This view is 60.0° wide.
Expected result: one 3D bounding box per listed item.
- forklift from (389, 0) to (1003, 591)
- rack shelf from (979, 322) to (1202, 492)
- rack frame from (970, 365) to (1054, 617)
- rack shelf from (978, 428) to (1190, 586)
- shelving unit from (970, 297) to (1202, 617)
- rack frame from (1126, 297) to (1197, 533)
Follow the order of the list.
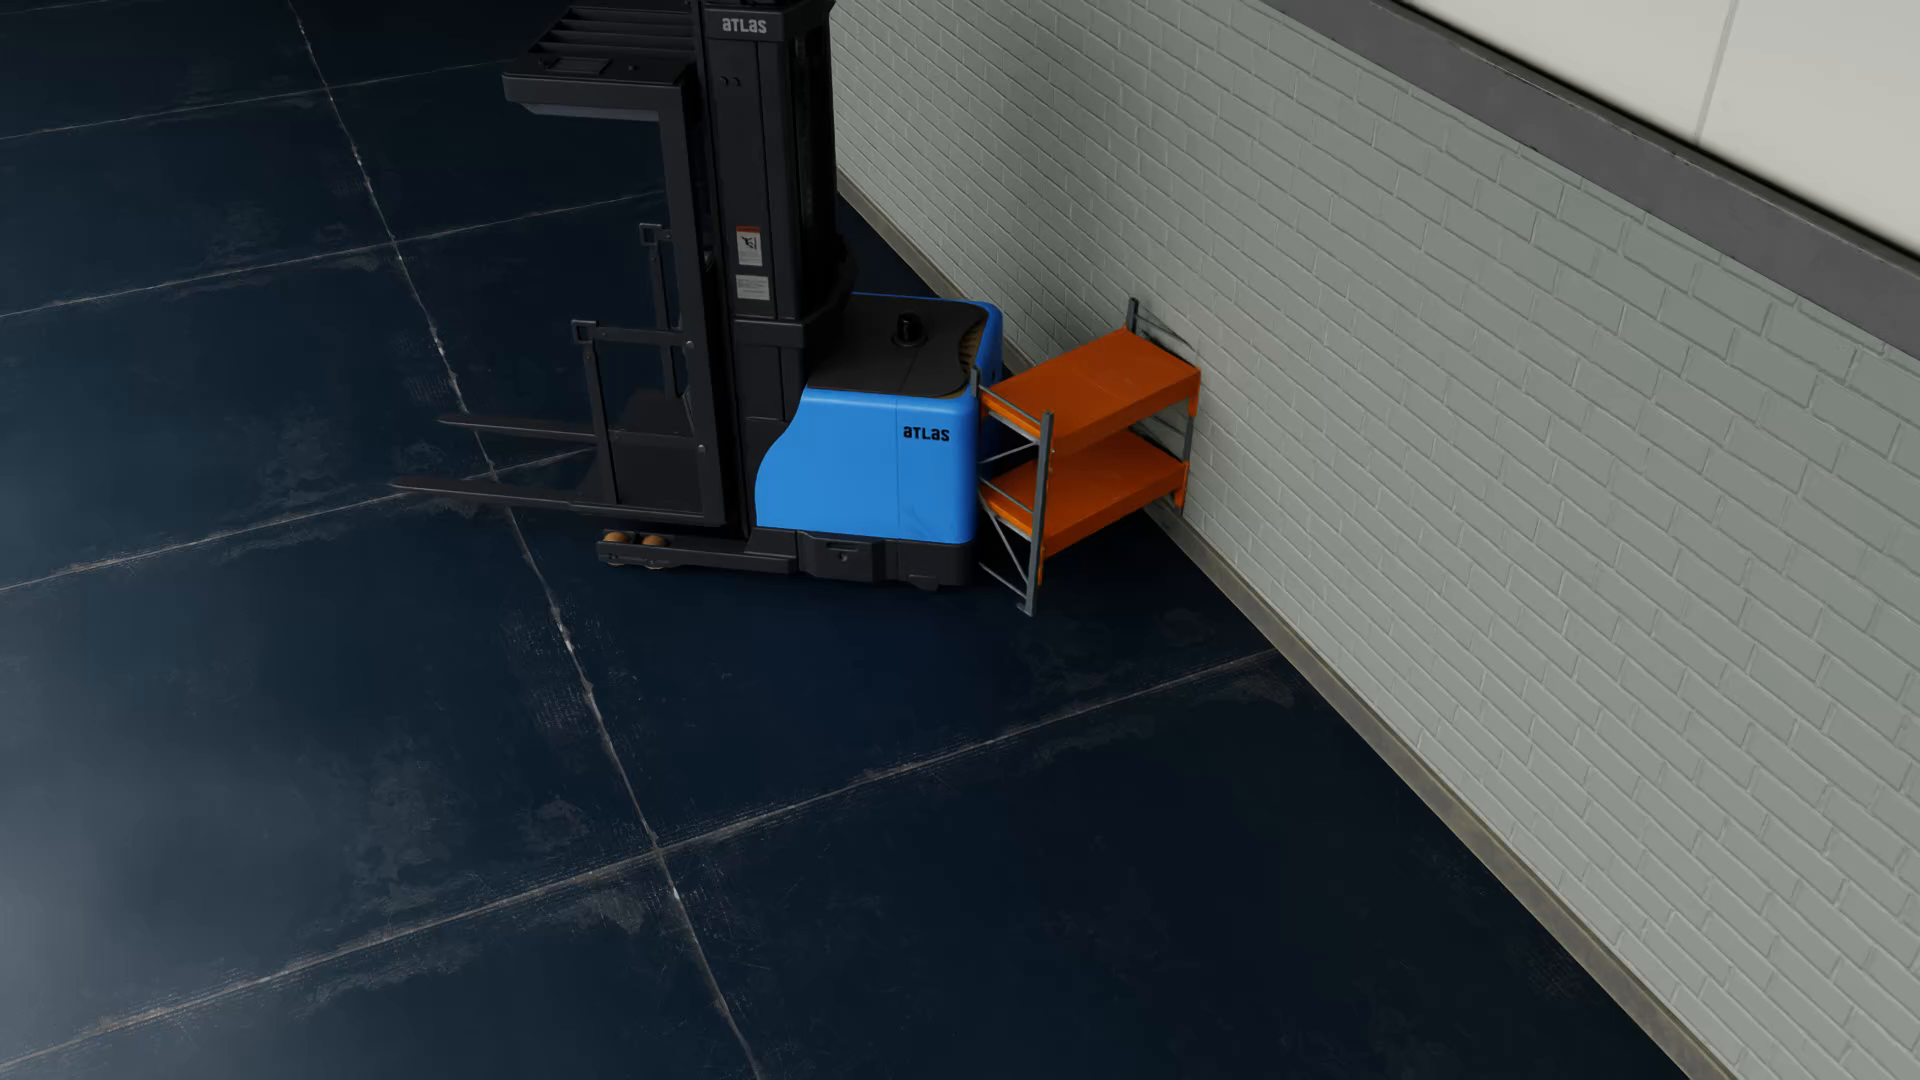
[{"bbox_3d":[-1.340,-1.336,7.734,3.031,2.935,1.130,5,37,7],"label":"forklift"},{"bbox_3d":[0.594,-0.634,7.706,1.000,0.278,0.538,-27,47,-33],"label":"rack shelf"},{"bbox_3d":[0.203,-0.209,7.604,0.032,1.125,0.500,-27,47,-33],"label":"rack frame"},{"bbox_3d":[0.571,-0.207,8.031,1.000,0.278,0.538,-27,47,-33],"label":"rack shelf"},{"bbox_3d":[0.581,-0.401,7.883,1.048,1.125,0.538,-27,47,-33],"label":"shelving unit"},{"bbox_3d":[0.960,-0.594,8.162,0.032,1.125,0.500,-27,47,-33],"label":"rack frame"}]
